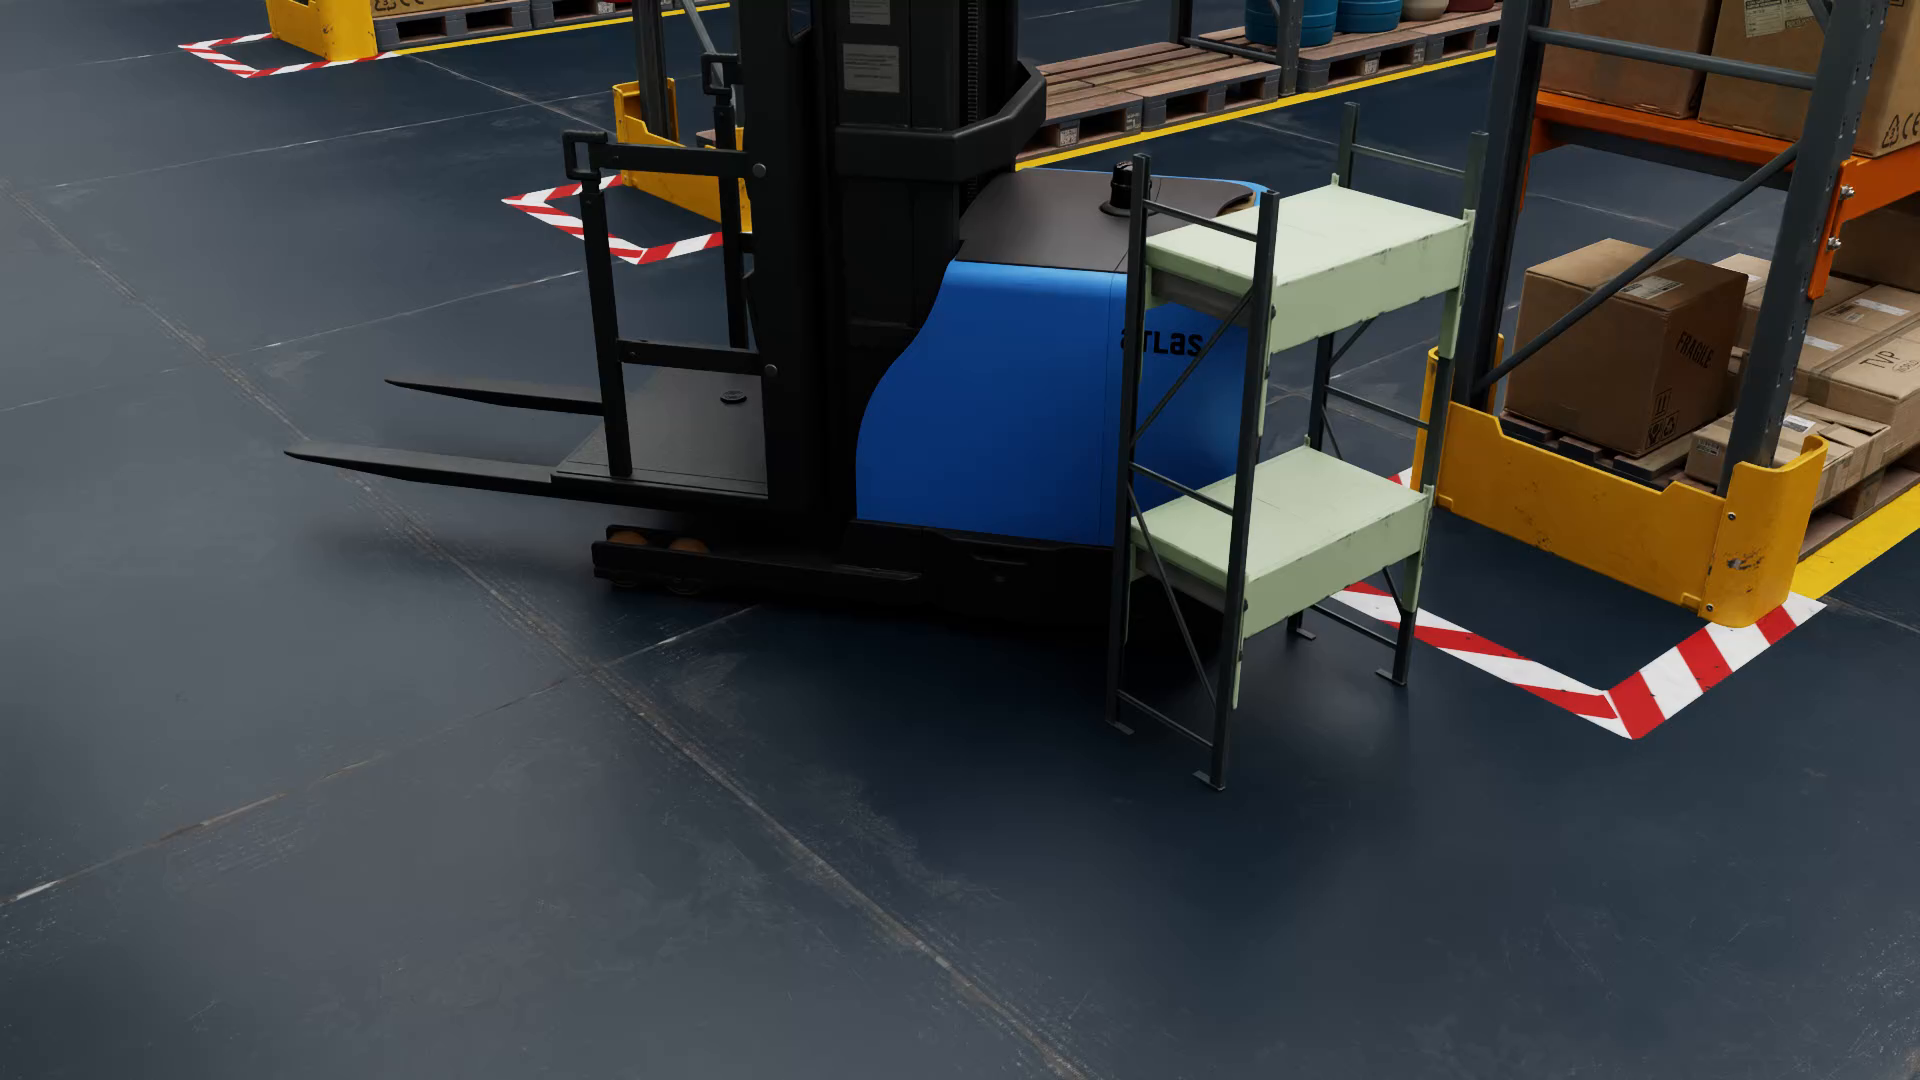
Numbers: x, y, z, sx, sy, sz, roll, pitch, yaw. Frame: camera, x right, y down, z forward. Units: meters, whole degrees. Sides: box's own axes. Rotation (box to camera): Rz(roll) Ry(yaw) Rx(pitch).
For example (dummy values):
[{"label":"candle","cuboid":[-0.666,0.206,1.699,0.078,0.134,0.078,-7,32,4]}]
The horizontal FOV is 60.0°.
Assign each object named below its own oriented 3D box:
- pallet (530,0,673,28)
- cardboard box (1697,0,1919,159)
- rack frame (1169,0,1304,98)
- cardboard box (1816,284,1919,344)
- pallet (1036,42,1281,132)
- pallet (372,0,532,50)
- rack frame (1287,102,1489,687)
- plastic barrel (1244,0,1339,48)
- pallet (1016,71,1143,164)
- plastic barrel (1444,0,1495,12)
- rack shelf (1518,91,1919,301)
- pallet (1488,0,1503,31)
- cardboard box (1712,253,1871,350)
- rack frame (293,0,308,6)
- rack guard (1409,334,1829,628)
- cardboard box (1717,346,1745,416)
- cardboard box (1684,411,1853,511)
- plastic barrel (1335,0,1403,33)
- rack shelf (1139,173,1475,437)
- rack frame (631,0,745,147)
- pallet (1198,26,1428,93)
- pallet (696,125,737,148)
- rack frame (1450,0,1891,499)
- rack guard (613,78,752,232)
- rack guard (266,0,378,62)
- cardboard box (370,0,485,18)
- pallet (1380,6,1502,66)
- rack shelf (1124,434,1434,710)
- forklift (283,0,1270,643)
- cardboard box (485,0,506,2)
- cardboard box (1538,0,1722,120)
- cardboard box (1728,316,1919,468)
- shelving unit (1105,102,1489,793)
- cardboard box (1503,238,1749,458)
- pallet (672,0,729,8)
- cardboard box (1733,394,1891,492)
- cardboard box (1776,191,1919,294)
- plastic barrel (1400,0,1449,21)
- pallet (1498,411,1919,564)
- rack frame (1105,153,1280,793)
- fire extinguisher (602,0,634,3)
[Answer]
[{"label":"pallet","cuboid":[-3.022,-4.263,13.003,1.213,0.211,1.003,-22,35,-35]},{"label":"cardboard box","cuboid":[2.428,-1.381,4.546,0.500,0.500,0.500,-21,35,-34]},{"label":"rack frame","cuboid":[1.750,-4.297,10.107,0.127,3.000,1.000,-22,35,-35]},{"label":"cardboard box","cuboid":[3.278,-0.648,5.730,0.500,0.250,0.500,-22,35,-35]},{"label":"pallet","cuboid":[1.216,-2.828,10.318,1.213,0.211,1.003,-22,35,-35]},{"label":"pallet","cuboid":[-3.950,-3.892,12.308,1.213,0.211,1.003,-22,35,-35]},{"label":"rack frame","cuboid":[1.076,-0.338,4.292,0.023,1.500,0.400,-22,35,-35]},{"label":"plastic barrel","cuboid":[2.175,-3.717,10.803,0.708,0.901,0.600,-22,35,-35]},{"label":"pallet","cuboid":[0.288,-2.453,9.616,1.213,0.211,1.003,-22,35,-35]},{"label":"plastic barrel","cuboid":[3.573,-4.141,11.929,0.708,0.588,0.600,-22,35,-35]},{"label":"rack shelf","cuboid":[3.441,-1.590,5.807,4.000,0.370,1.077,-22,35,-35]},{"label":"pallet","cuboid":[4.221,-4.034,12.575,1.213,0.211,1.003,-22,35,-35]},{"label":"cardboard box","cuboid":[2.916,-0.812,6.037,0.500,0.250,0.500,-22,35,-35]},{"label":"rack frame","cuboid":[-4.507,-4.849,11.141,0.127,3.000,1.000,-22,35,-35]},{"label":"rack guard","cuboid":[1.977,-0.217,5.125,0.348,0.500,1.175,-22,35,-35]},{"label":"cardboard box","cuboid":[2.540,-0.586,5.704,0.250,0.166,0.380,-22,35,-35]},{"label":"cardboard box","cuboid":[2.461,-0.237,5.070,0.250,0.149,0.380,-22,35,-35]},{"label":"plastic barrel","cuboid":[2.714,-3.933,11.208,0.708,0.901,0.600,-22,35,-35]},{"label":"rack shelf","cuboid":[0.796,-0.571,3.899,0.720,0.370,0.431,-22,35,-35]},{"label":"rack frame","cuboid":[-1.293,-3.073,7.818,0.127,3.000,1.000,-22,35,-35]},{"label":"pallet","cuboid":[2.365,-3.288,11.178,1.213,0.211,1.003,-22,35,-35]},{"label":"pallet","cuboid":[-0.640,-2.082,8.921,1.213,0.211,1.003,-22,35,-35]},{"label":"rack frame","cuboid":[1.920,-1.296,4.492,0.127,3.000,1.000,-22,35,-35]},{"label":"rack guard","cuboid":[-1.302,-1.959,8.384,0.348,0.500,1.175,-22,35,-35]},{"label":"rack guard","cuboid":[-4.525,-3.739,11.716,0.348,0.500,1.175,-22,35,-35]},{"label":"cardboard box","cuboid":[-4.072,-4.322,11.963,0.875,0.875,0.875,-22,35,-35]},{"label":"pallet","cuboid":[3.293,-3.663,11.881,1.213,0.211,1.003,-22,35,-35]},{"label":"rack shelf","cuboid":[0.796,0.061,4.237,0.720,0.370,0.431,-22,35,-35]},{"label":"forklift","cuboid":[-0.612,-1.363,4.690,3.031,2.935,1.130,7,29,12]},{"label":"cardboard box","cuboid":[-3.380,-4.600,12.484,0.875,0.875,0.875,-22,35,-35]},{"label":"cardboard box","cuboid":[2.084,-1.574,4.908,0.500,0.500,0.500,-21,34,-33]},{"label":"cardboard box","cuboid":[2.898,-0.495,5.444,0.500,0.250,0.500,-22,35,-35]},{"label":"shelving unit","cuboid":[0.796,-0.227,4.083,0.755,1.500,0.431,-22,35,-35]},{"label":"cardboard box","cuboid":[2.173,-0.642,5.454,0.500,0.500,0.500,-22,35,-35]},{"label":"pallet","cuboid":[-2.093,-4.638,13.705,1.213,0.211,1.003,-22,35,-35]},{"label":"cardboard box","cuboid":[2.651,-0.322,5.208,0.250,0.166,0.380,-22,35,-35]},{"label":"cardboard box","cuboid":[3.537,-1.036,6.188,0.637,0.503,0.797,-22,35,-35]},{"label":"plastic barrel","cuboid":[3.202,-3.902,11.563,0.421,0.512,0.421,0,28,0]},{"label":"pallet","cuboid":[2.583,-0.333,5.650,1.213,0.211,1.003,-22,35,-35]},{"label":"rack frame","cuboid":[0.517,-0.115,3.875,0.023,1.500,0.400,-22,35,-35]},{"label":"fire extinguisher","cuboid":[-1.702,-2.991,8.142,0.183,0.674,0.296,-22,35,-35]}]
